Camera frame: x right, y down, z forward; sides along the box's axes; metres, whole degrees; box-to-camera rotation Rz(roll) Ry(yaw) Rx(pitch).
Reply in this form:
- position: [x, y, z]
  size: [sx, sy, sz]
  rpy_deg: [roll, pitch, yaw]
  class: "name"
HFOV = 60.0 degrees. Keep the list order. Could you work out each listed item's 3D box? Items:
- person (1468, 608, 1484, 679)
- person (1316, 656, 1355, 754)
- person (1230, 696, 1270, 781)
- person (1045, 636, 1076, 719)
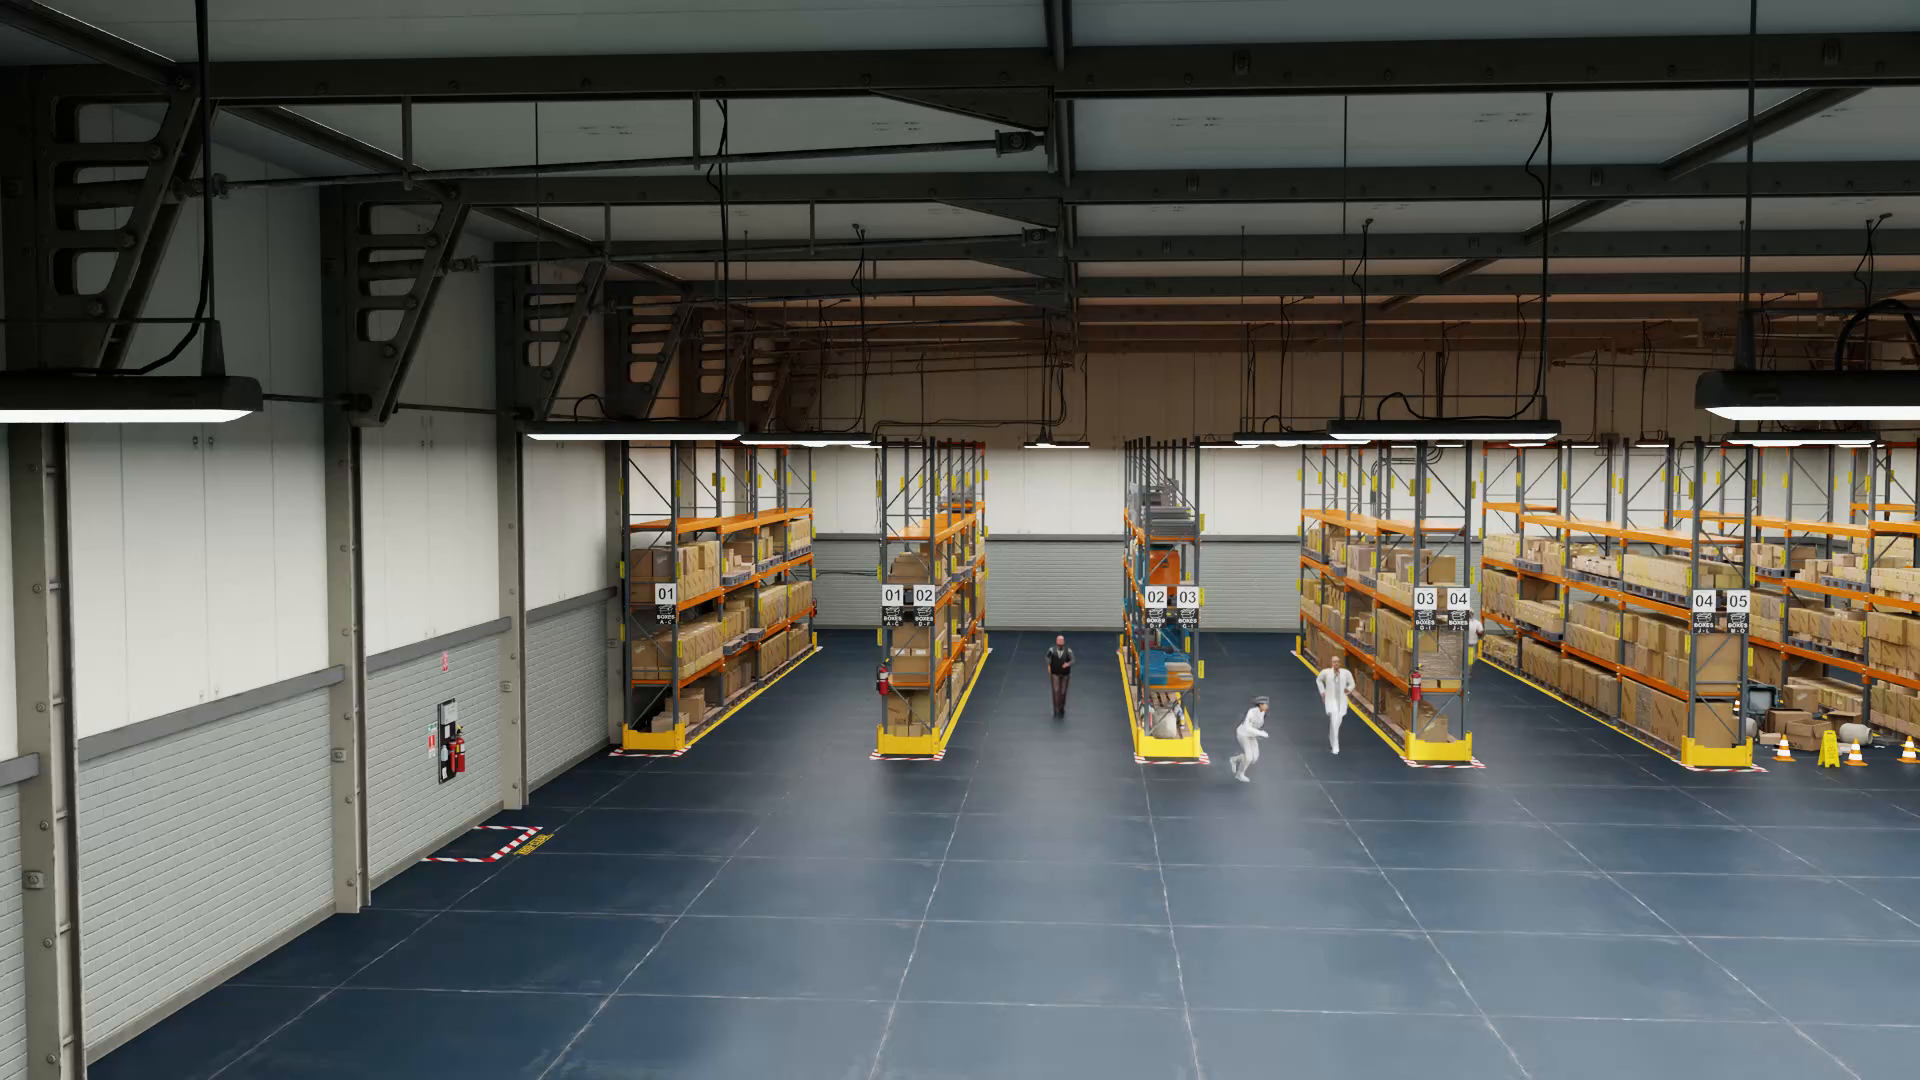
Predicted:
- position: [12.837, 2.595, 41.903]
  size: [0.711, 1.748, 0.917]
  rpy_deg: [0, 3, 6]
  class: "person"
- position: [7.202, 3.132, 31.861]
  size: [0.695, 1.836, 0.889]
  rpy_deg: [0, 3, -2]
  class: "person"
- position: [5.066, 3.439, 28.853]
  size: [0.755, 1.517, 0.627]
  rpy_deg: [2, 4, 39]
  class: "person"
- position: [2.165, 2.947, 35.877]
  size: [0.661, 1.773, 0.726]
  rpy_deg: [0, 3, 0]
  class: "person"
